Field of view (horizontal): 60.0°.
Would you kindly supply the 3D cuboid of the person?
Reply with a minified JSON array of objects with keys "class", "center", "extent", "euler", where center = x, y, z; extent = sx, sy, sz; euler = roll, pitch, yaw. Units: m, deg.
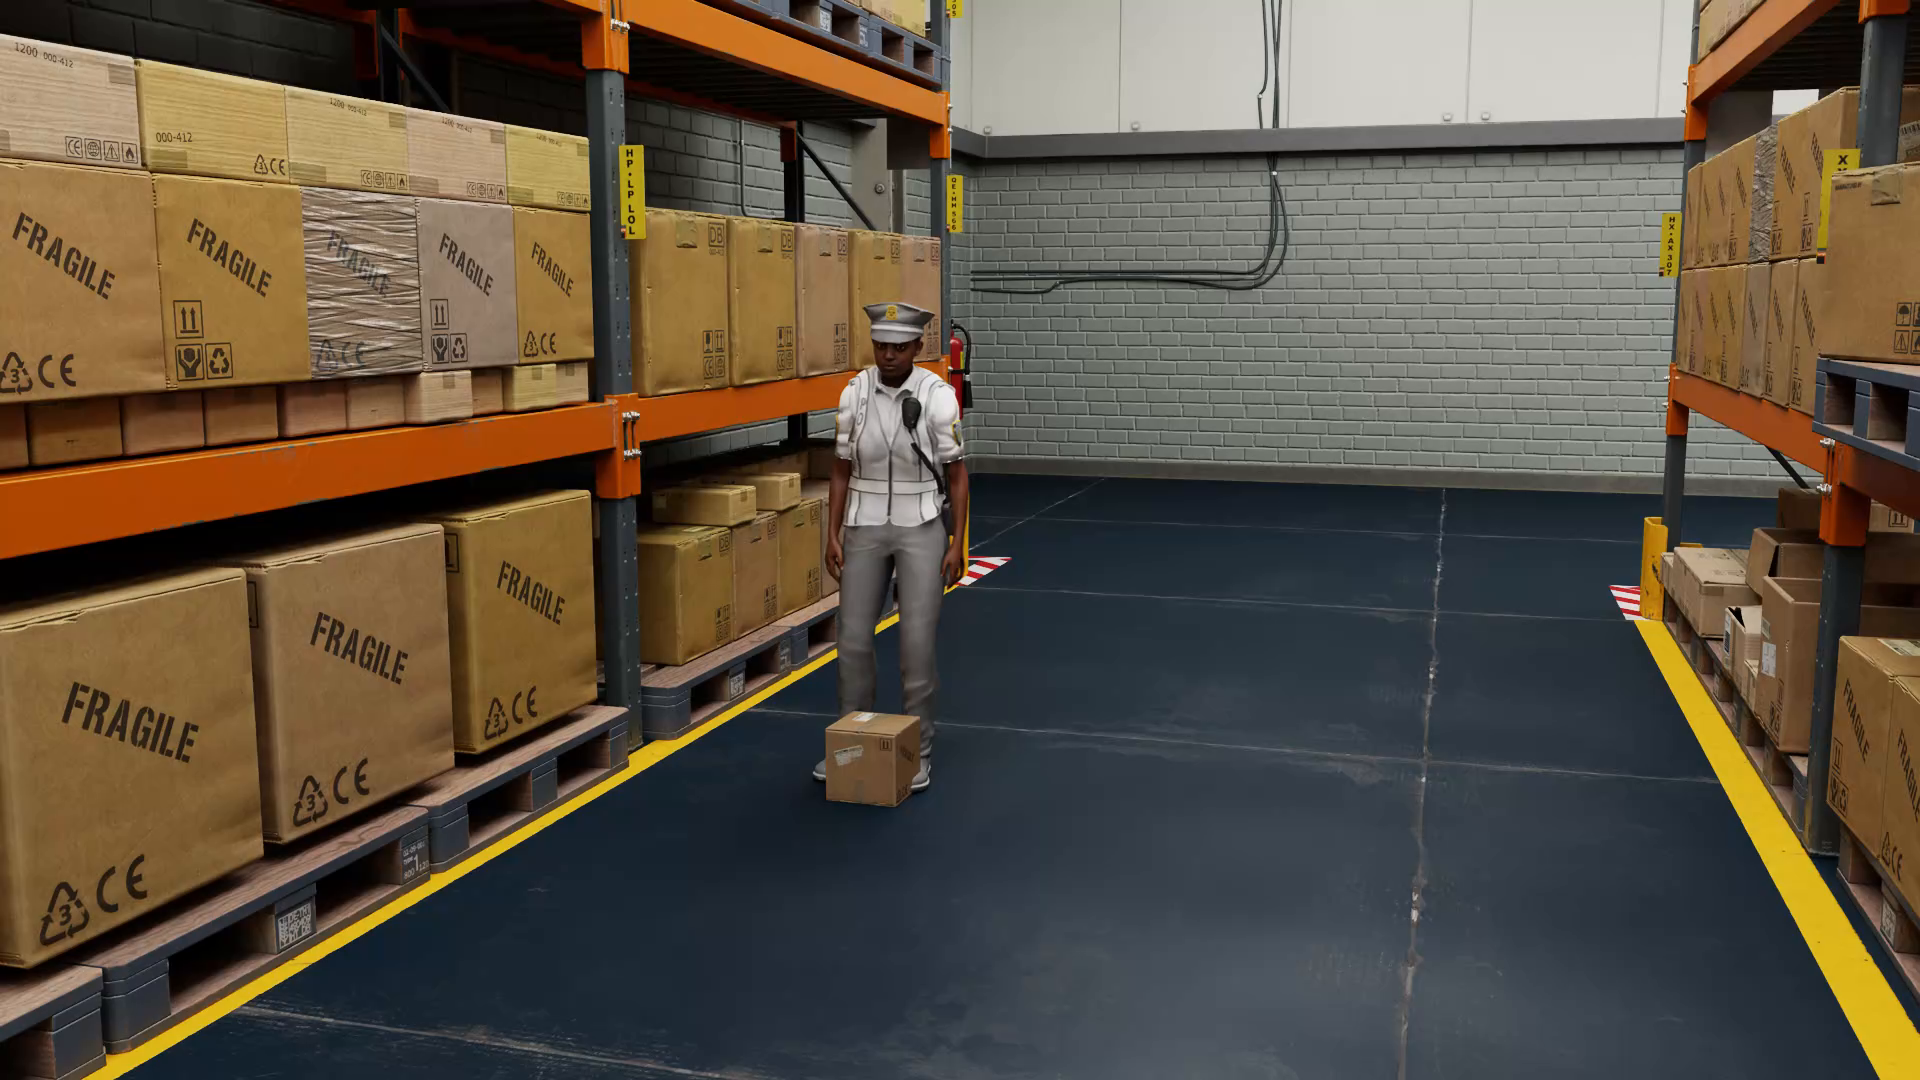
[{"class":"person","center":[-0.240,0.013,5.754],"extent":[0.526,1.659,0.428],"euler":[2,9,13]}]
